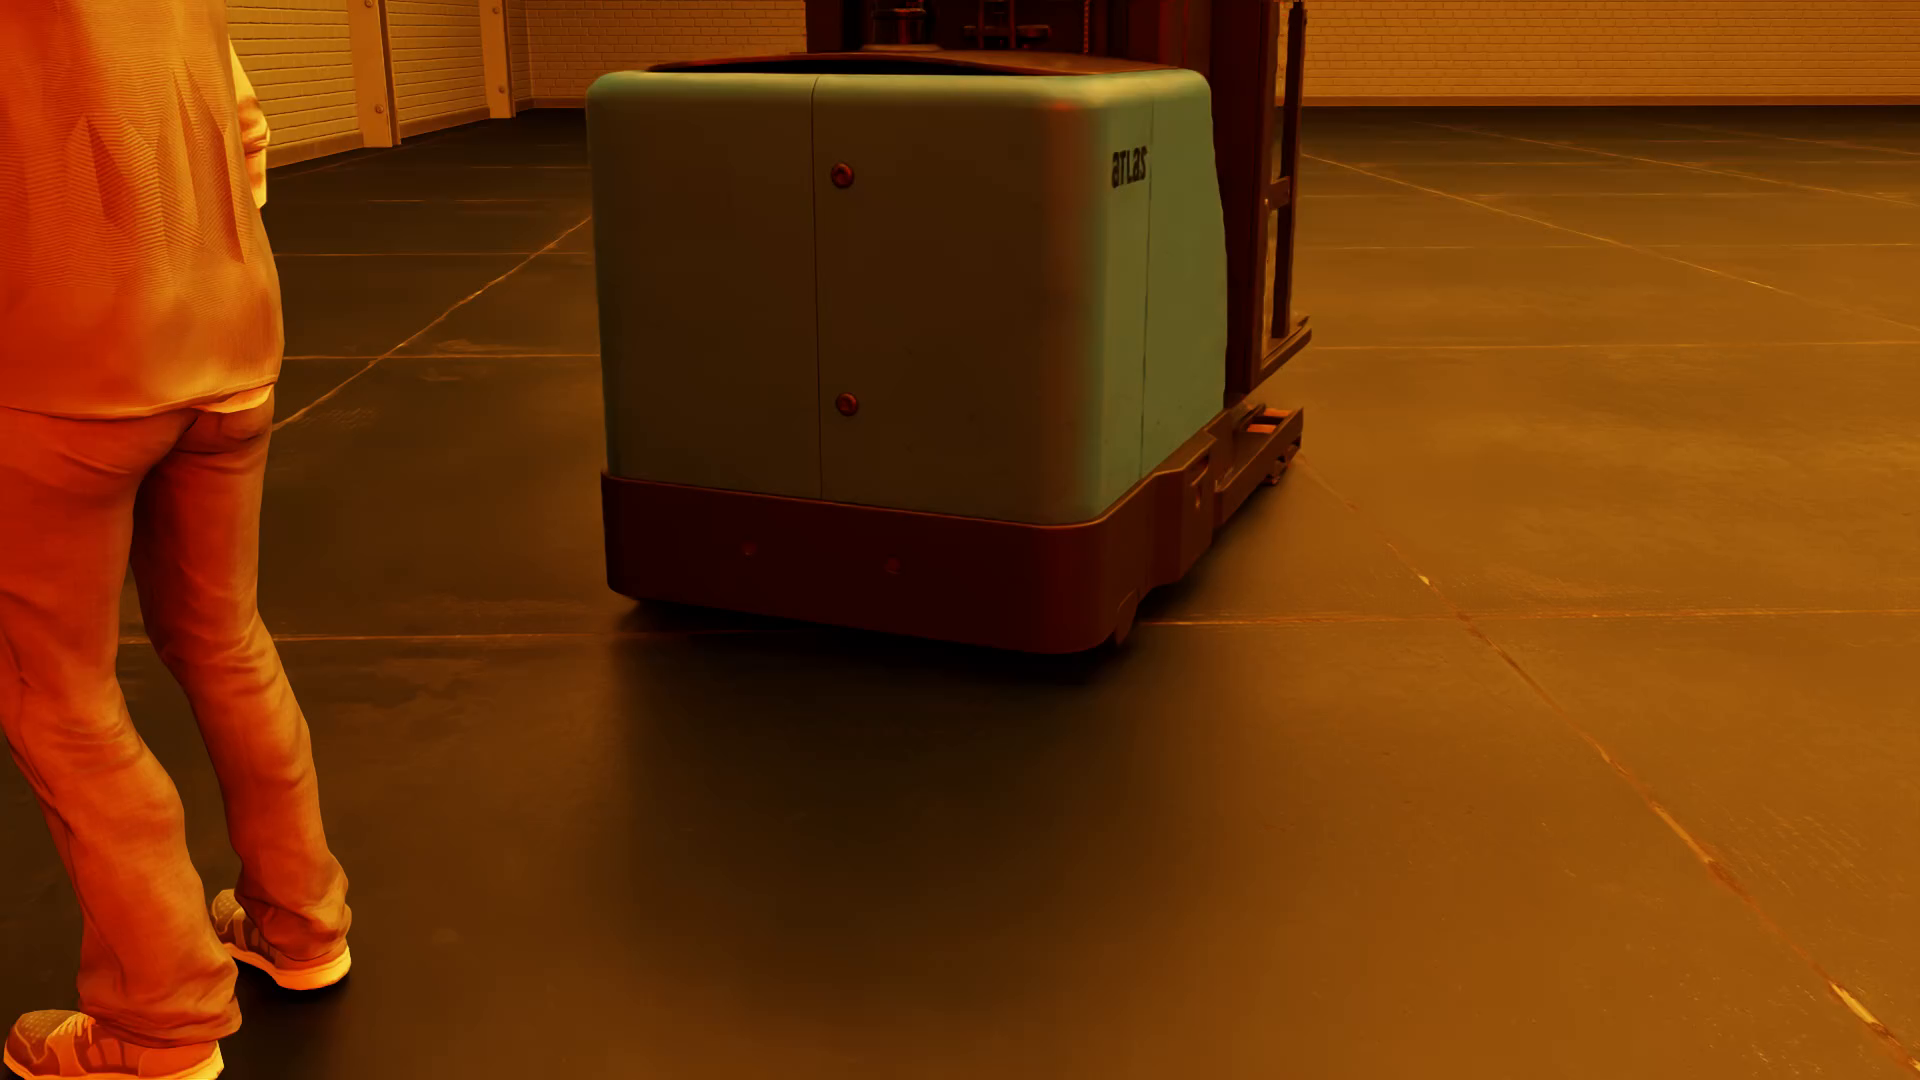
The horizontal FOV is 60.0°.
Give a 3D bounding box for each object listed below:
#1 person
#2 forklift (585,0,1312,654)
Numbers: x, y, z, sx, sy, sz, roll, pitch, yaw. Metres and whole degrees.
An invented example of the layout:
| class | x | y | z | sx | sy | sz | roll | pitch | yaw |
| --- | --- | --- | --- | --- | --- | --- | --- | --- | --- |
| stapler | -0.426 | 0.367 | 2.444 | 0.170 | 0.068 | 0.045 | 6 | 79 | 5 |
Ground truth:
| class | x | y | z | sx | sy | sz | roll | pitch | yaw |
| --- | --- | --- | --- | --- | --- | --- | --- | --- | --- |
| person | -0.907 | -0.164 | 1.756 | 0.349 | 1.580 | 0.469 | 6 | 18 | 20 |
| forklift | 0.304 | -1.585 | 4.088 | 1.130 | 2.935 | 3.031 | 7 | 18 | 21 |
